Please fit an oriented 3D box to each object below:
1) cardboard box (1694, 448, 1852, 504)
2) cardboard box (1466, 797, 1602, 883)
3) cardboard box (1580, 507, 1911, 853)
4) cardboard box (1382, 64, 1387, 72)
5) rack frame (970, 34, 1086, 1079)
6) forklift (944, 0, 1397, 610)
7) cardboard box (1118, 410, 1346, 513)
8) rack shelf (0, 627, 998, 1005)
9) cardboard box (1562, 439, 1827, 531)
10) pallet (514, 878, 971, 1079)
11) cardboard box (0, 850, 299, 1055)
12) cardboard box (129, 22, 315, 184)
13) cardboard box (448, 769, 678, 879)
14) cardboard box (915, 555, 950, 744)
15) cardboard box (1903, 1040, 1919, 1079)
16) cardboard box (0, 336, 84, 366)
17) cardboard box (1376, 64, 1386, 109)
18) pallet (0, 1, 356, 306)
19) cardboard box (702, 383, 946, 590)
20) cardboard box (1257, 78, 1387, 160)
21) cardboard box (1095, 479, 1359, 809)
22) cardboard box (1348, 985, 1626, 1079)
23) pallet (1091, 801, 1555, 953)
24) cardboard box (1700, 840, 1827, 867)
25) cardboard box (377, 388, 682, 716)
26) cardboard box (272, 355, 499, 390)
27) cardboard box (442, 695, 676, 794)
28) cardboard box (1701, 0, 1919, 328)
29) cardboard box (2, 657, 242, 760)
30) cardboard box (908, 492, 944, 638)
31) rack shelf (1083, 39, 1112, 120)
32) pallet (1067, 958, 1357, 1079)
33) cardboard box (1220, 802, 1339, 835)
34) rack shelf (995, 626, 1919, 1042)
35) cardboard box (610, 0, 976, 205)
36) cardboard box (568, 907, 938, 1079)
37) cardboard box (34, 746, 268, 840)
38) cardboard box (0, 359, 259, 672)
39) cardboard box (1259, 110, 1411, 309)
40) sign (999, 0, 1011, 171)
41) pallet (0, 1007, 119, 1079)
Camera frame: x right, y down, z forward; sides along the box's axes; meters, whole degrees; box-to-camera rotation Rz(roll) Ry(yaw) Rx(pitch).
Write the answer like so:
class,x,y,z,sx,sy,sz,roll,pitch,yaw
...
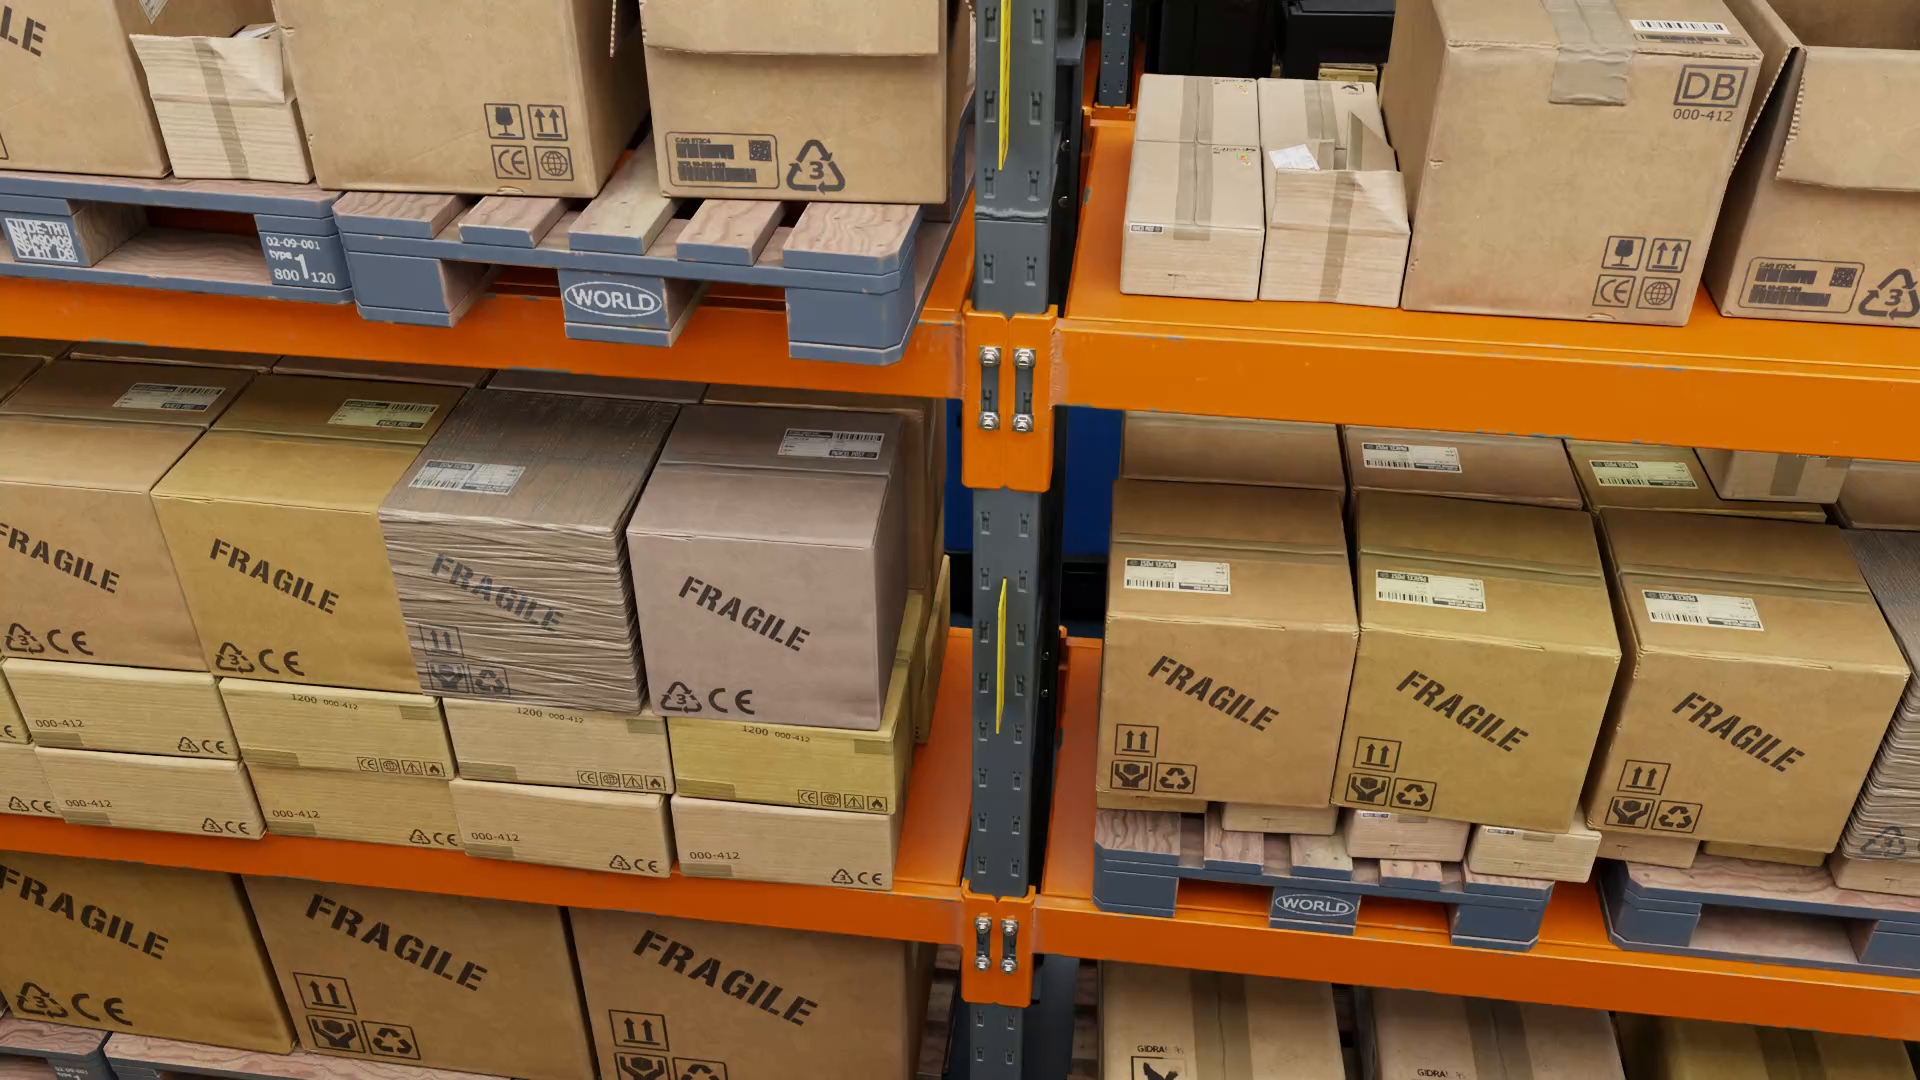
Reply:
class,x,y,z,sx,sy,sz,roll,pitch,yaw
cardboard box,1.809,-0.251,3.757,0.250,0.149,0.380,3,36,4
cardboard box,1.261,0.569,3.725,0.250,0.149,0.380,4,36,6
cardboard box,1.612,0.291,3.556,0.500,0.500,0.500,5,36,7
cardboard box,2.201,-2.355,7.666,0.500,0.250,0.500,3,36,5
rack frame,0.150,0.387,4.125,0.127,3.000,1.000,4,36,6
forklift,1.396,-1.159,6.351,3.031,2.935,1.130,1,36,2
cardboard box,0.637,-0.072,4.065,0.500,0.500,0.500,3,36,5
rack shelf,-1.833,0.532,4.542,4.000,0.370,1.077,4,36,6
cardboard box,1.651,-0.003,3.969,0.500,0.500,0.500,2,36,3
pallet,-0.622,1.421,5.078,1.213,0.211,1.003,4,36,6
cardboard box,-2.295,0.847,4.948,0.875,0.875,0.875,5,36,7
cardboard box,-1.260,-0.850,3.031,0.258,0.266,0.396,3,36,5
cardboard box,-0.893,0.532,4.052,0.500,0.250,0.500,5,36,7
cardboard box,-0.303,0.267,4.423,0.500,0.250,0.500,4,36,5
cardboard box,2.884,1.493,4.476,0.625,0.372,0.950,6,36,9
cardboard box,-2.328,-0.385,4.261,0.500,0.500,0.500,5,36,7
cardboard box,2.198,-2.164,7.829,0.500,0.250,0.500,3,36,4
pallet,-1.605,-0.855,3.446,1.213,0.211,1.003,6,36,8
cardboard box,-0.308,-0.238,4.054,0.500,0.500,0.500,3,36,4
cardboard box,0.737,-0.815,3.444,0.250,0.149,0.380,4,36,6
cardboard box,0.567,0.221,3.654,0.500,0.500,0.500,3,36,5
cardboard box,1.442,1.383,4.630,0.625,0.372,0.950,4,36,5
pallet,0.871,0.457,4.193,1.003,0.211,1.213,4,36,6
cardboard box,1.795,0.540,3.765,0.250,0.149,0.380,6,36,8
cardboard box,-0.906,0.019,3.695,0.500,0.500,0.500,5,36,7
cardboard box,-1.312,-0.316,4.164,0.500,0.500,0.500,5,36,7
cardboard box,-0.872,0.320,3.919,0.500,0.250,0.500,3,36,5
cardboard box,1.667,-0.779,3.089,0.637,0.503,0.797,4,36,6
cardboard box,-1.897,0.255,4.009,0.500,0.250,0.500,3,36,5
cardboard box,-0.321,0.065,4.276,0.500,0.250,0.500,4,36,6
rack shelf,-1.205,-2.328,8.549,4.000,0.370,1.077,4,36,6
pallet,0.925,1.581,4.853,1.213,0.211,1.003,4,36,6
cardboard box,0.725,0.490,3.836,0.250,0.149,0.380,2,36,3
rack shelf,2.134,0.828,4.127,4.000,0.370,1.077,4,36,6
cardboard box,-0.243,-0.988,3.019,0.637,0.503,0.797,2,36,3
cardboard box,-0.524,0.982,4.759,0.875,0.875,0.875,4,36,6
cardboard box,-1.900,0.464,4.147,0.500,0.250,0.500,4,36,5
cardboard box,-1.899,-0.063,3.810,0.500,0.500,0.500,4,36,5
cardboard box,0.694,-0.639,3.097,0.258,0.266,0.396,4,36,6
sign,0.071,-0.757,2.633,0.005,0.325,0.100,4,36,6
pallet,-3.042,1.240,5.331,1.213,0.211,1.003,4,36,6
